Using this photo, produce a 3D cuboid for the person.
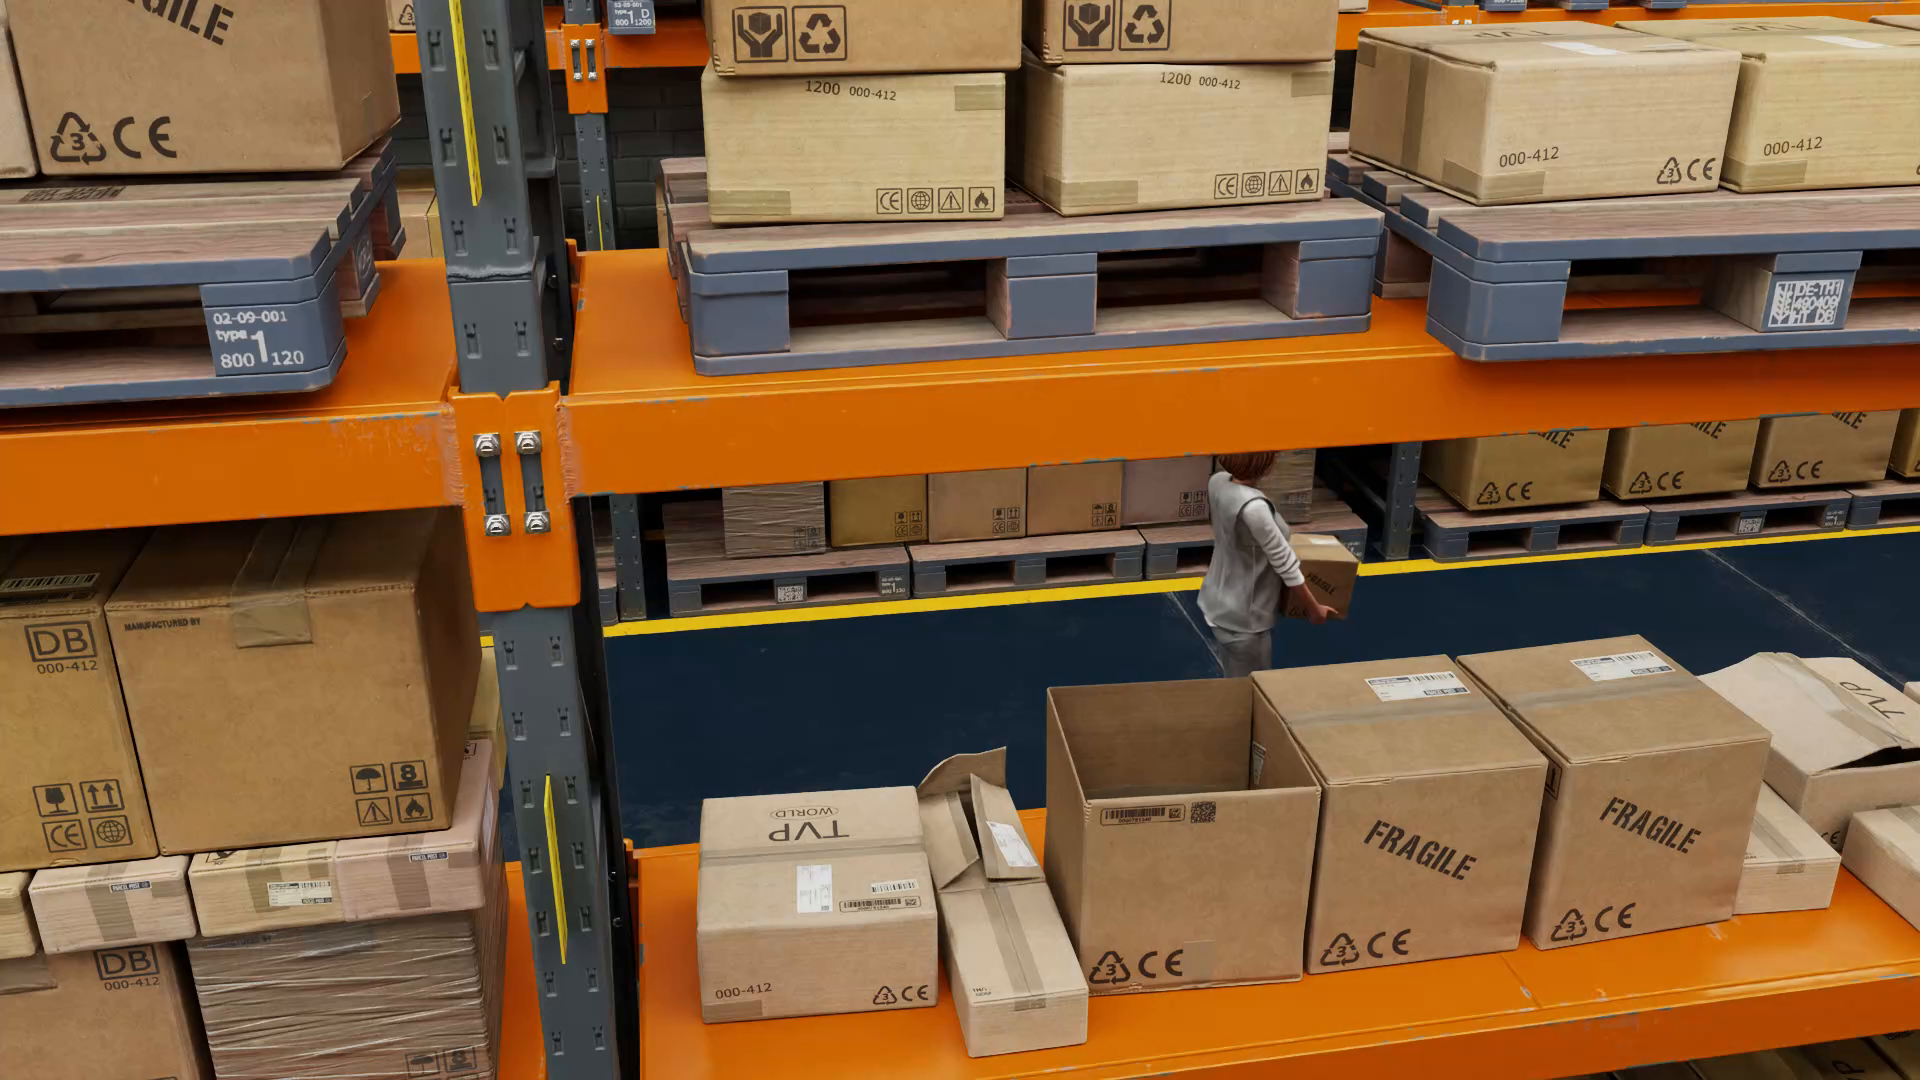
[{"bbox_3d":[1.101,0.290,6.452,0.373,1.593,0.485,-6,24,-13],"label":"person"}]
